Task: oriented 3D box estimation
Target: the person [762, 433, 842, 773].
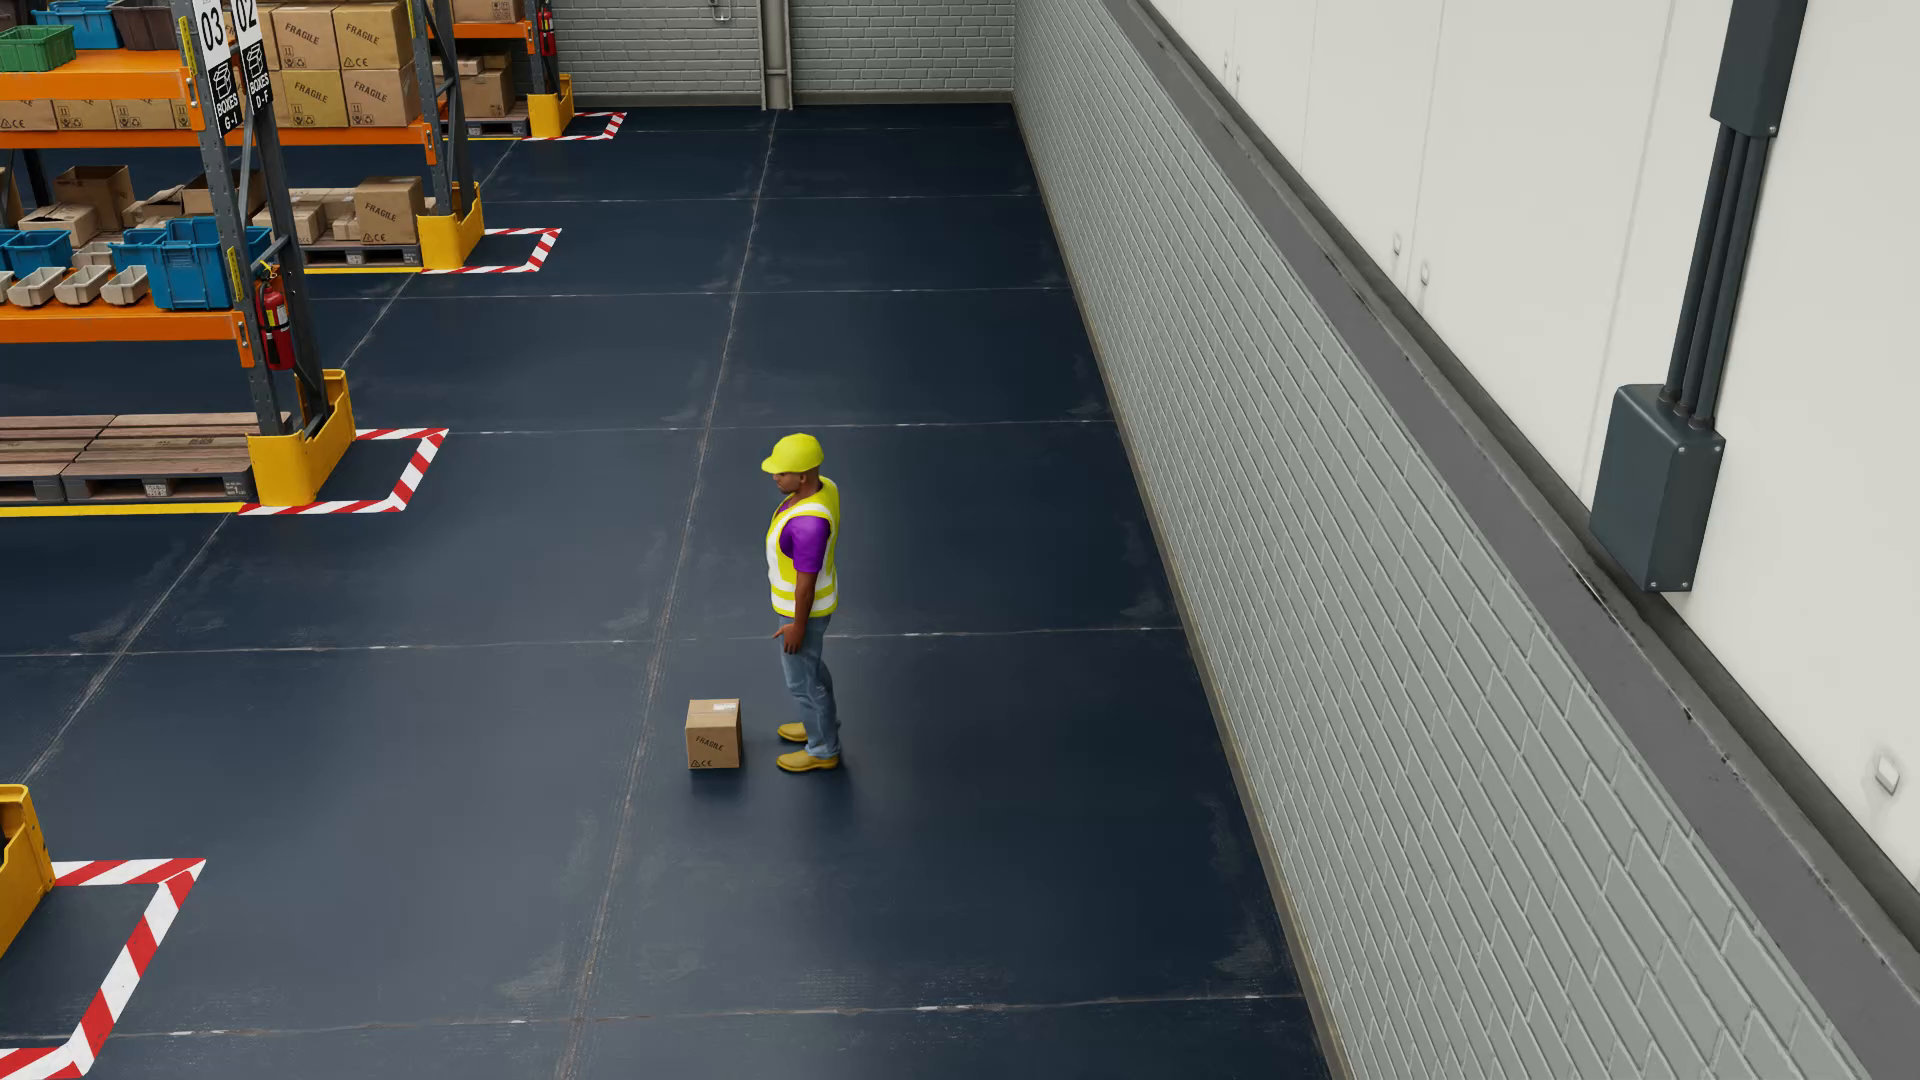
[{"bbox_3d":[-0.749,0.298,8.020,0.366,1.763,0.565,-1,27,-1],"label":"person"}]
